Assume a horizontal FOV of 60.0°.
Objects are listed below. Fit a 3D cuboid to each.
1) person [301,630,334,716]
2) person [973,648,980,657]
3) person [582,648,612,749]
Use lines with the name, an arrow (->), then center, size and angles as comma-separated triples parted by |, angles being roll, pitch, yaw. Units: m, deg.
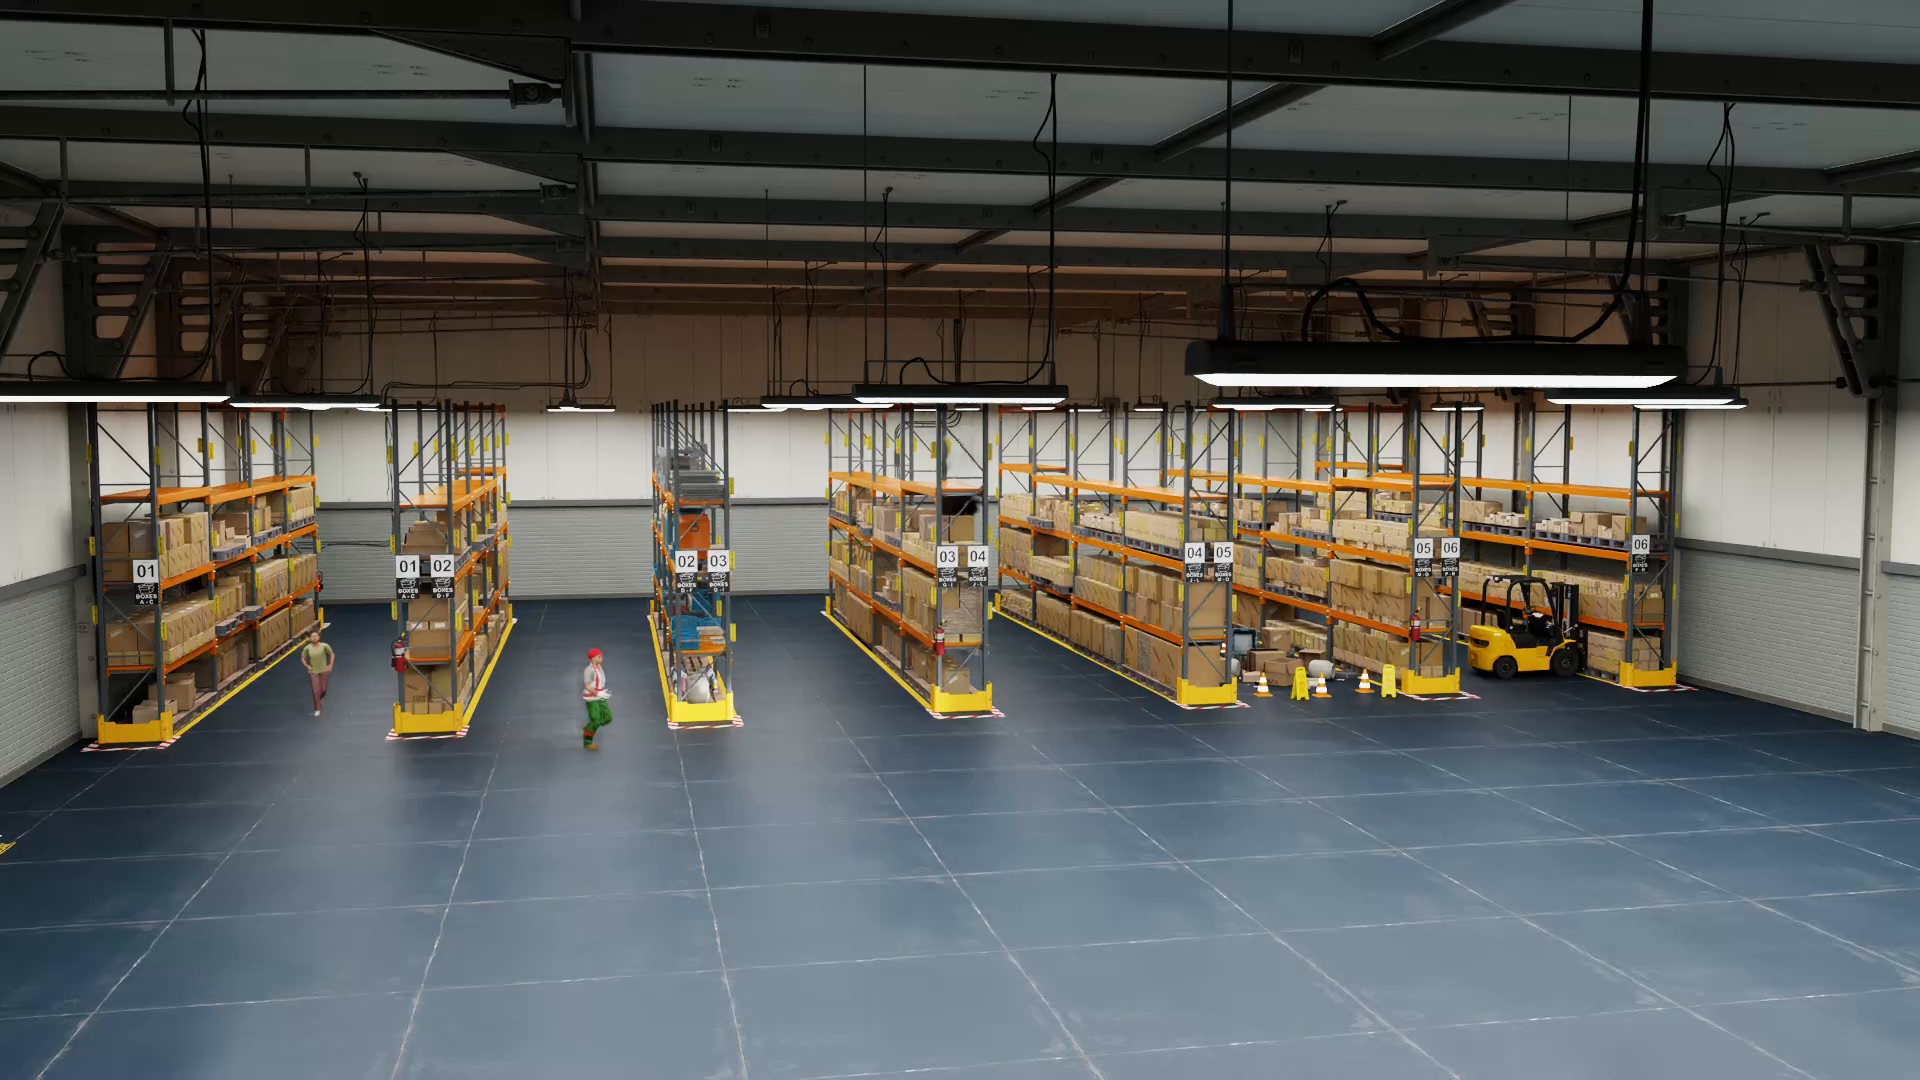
person -> -12.252, 2.526, 31.722 | 0.592, 1.635, 0.621 | -2, 5, -20
person -> 0.313, 1.880, 39.643 | 0.674, 1.768, 0.733 | -2, 5, -19
person -> -6.215, 2.712, 28.456 | 0.632, 1.731, 0.662 | 1, 4, 12
